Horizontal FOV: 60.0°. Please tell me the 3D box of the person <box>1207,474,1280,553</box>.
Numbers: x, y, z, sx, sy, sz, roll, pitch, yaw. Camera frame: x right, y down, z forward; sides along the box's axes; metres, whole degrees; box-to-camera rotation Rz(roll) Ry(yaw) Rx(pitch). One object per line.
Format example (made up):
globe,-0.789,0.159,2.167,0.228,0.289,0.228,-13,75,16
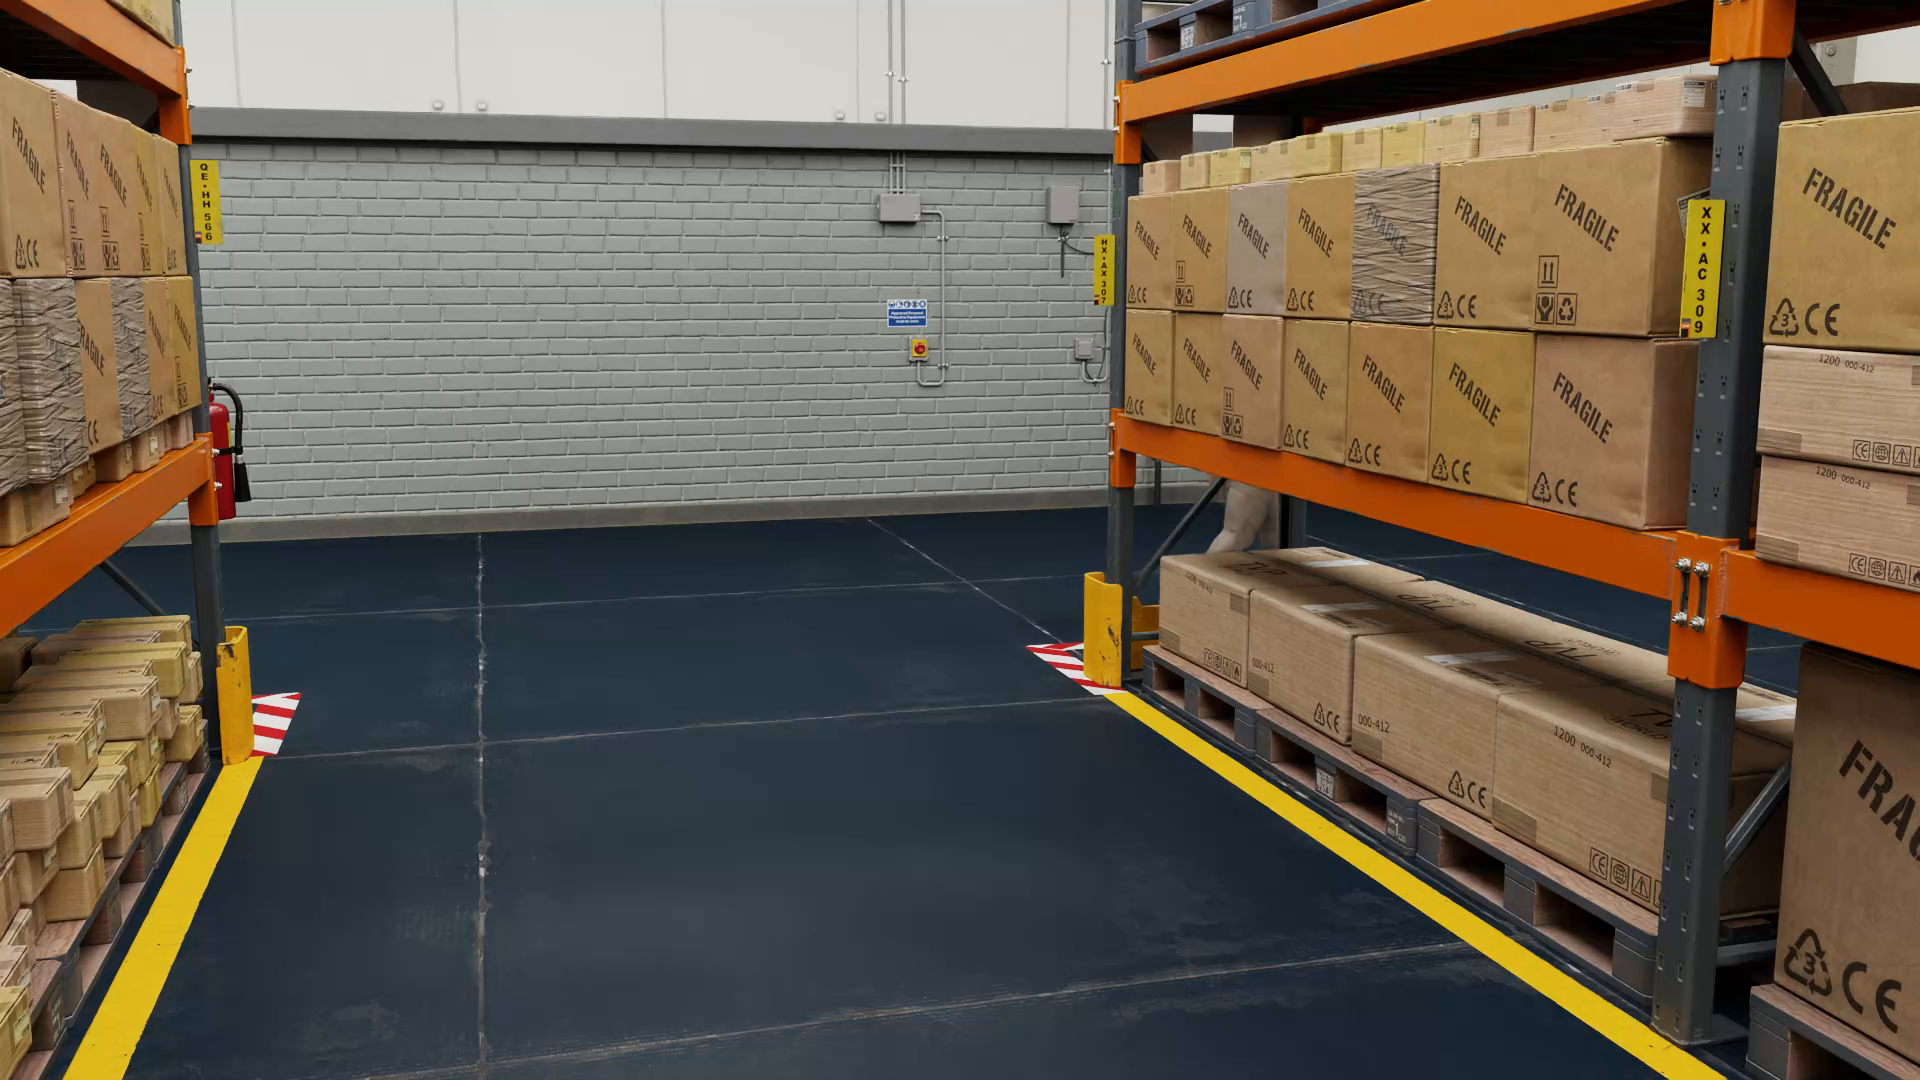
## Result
person,1.747,-0.410,9.403,1.025,1.662,0.575,-2,9,-10
